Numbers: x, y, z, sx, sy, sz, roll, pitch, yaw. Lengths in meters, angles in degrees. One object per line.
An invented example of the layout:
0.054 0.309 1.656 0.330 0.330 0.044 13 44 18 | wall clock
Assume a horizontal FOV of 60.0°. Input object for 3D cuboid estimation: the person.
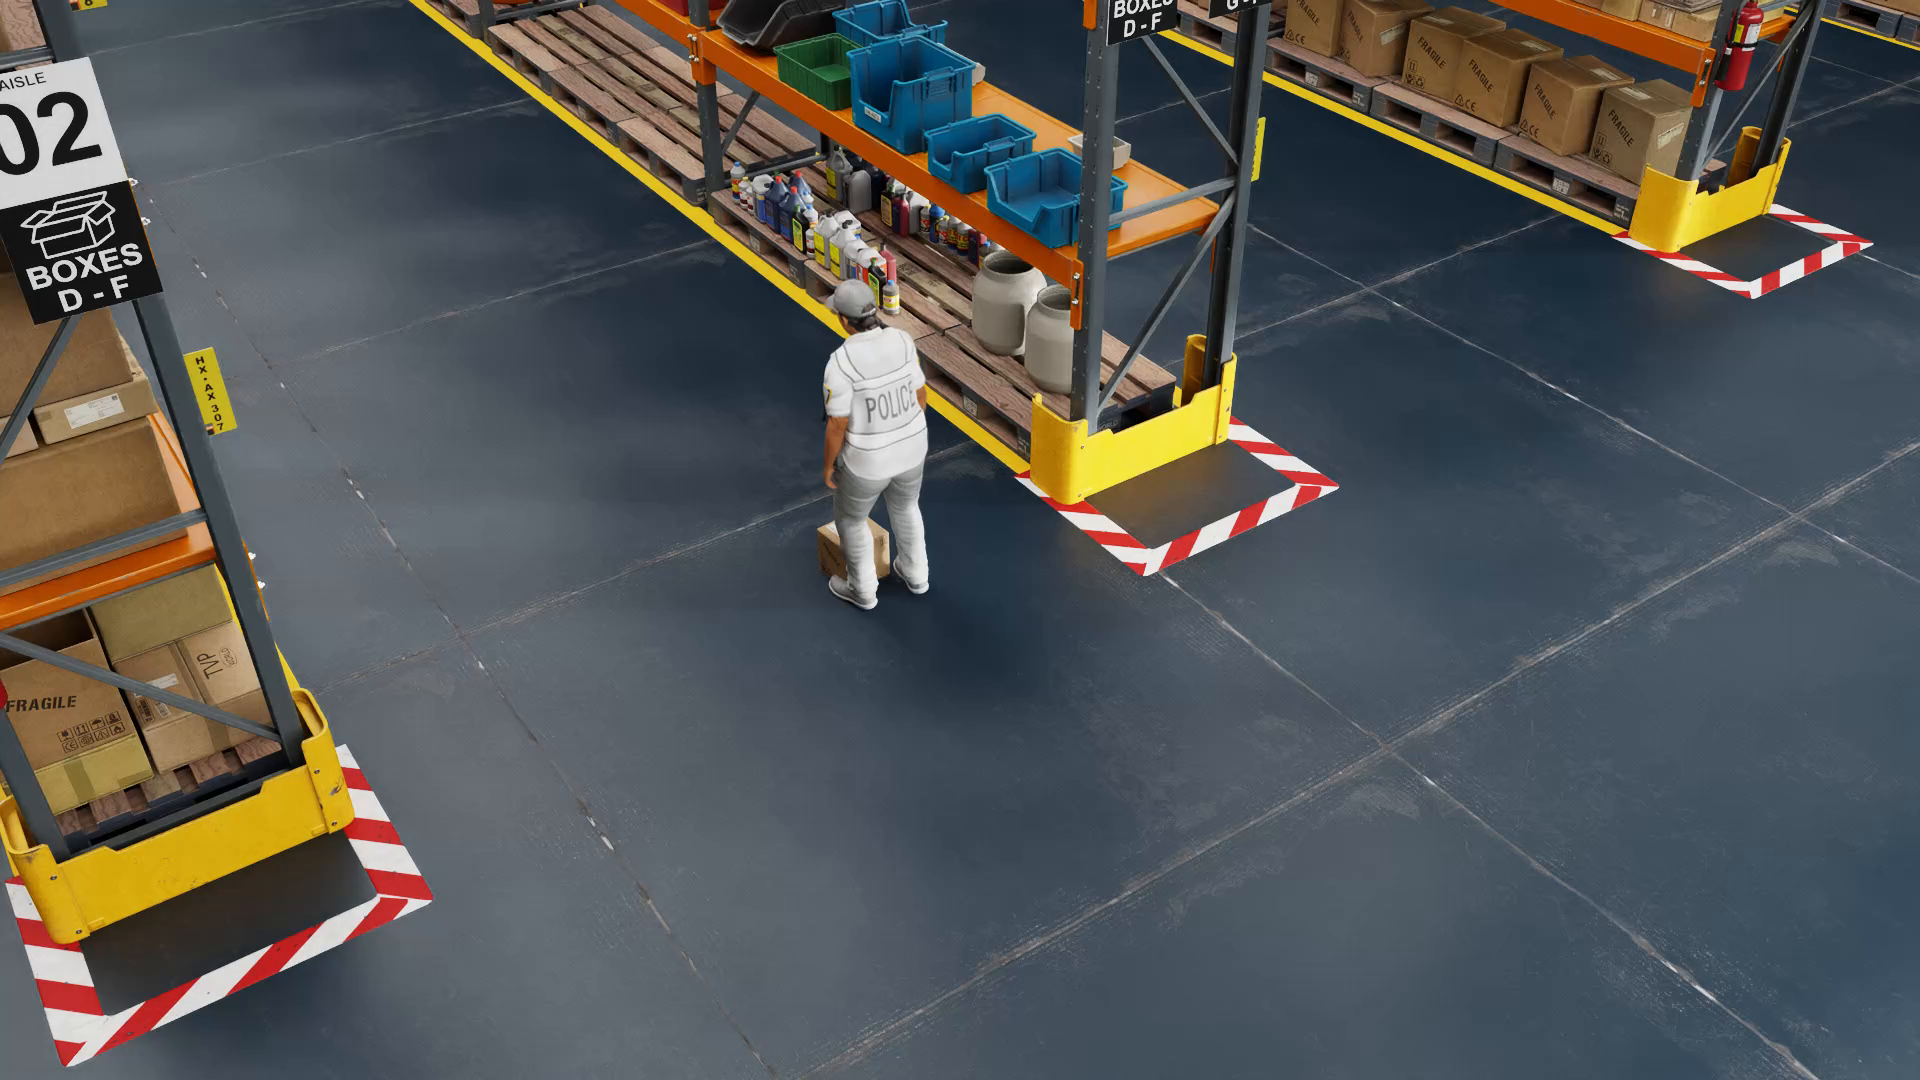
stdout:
-0.389 -0.411 7.549 0.547 1.666 0.473 -23 42 -28 | person
